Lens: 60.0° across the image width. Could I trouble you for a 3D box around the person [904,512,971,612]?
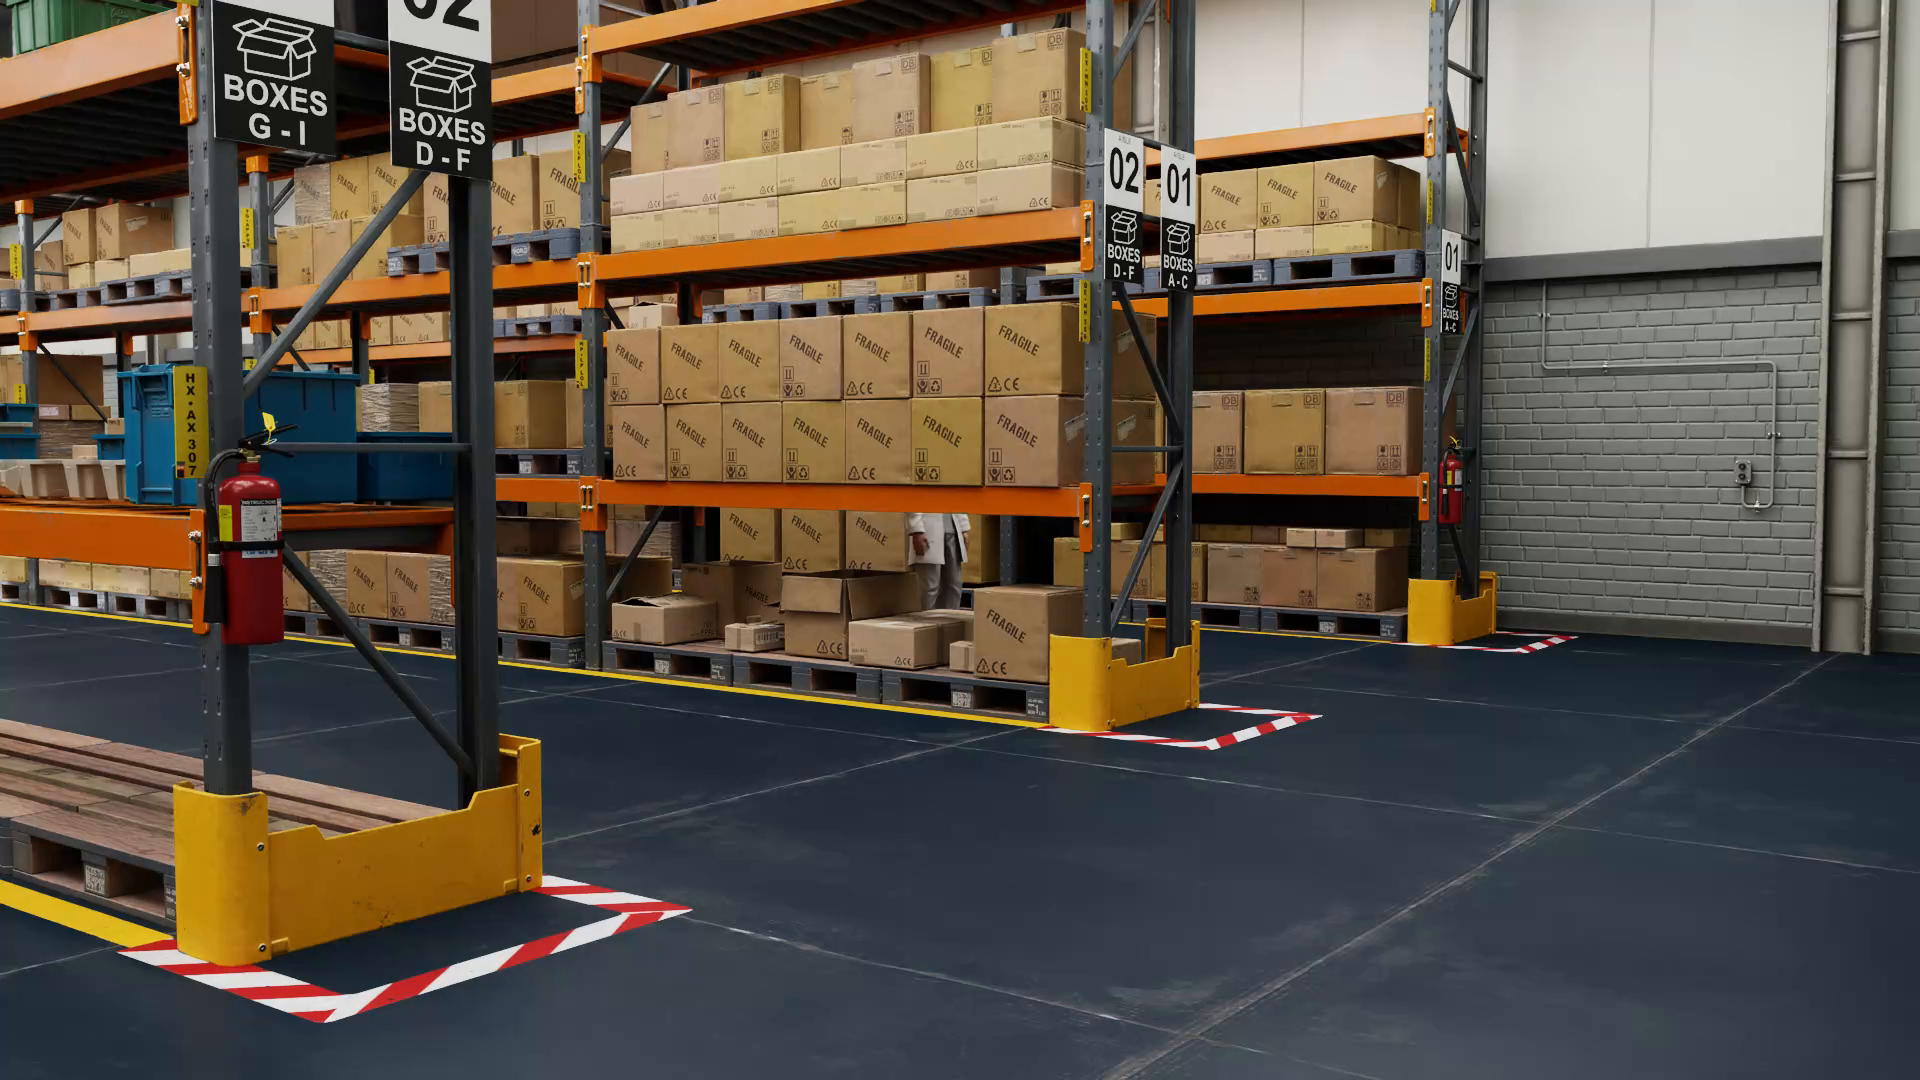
[{"bbox_3d":[-0.160,-0.037,12.074,0.424,1.774,0.644,3,4,40],"label":"person"}]
